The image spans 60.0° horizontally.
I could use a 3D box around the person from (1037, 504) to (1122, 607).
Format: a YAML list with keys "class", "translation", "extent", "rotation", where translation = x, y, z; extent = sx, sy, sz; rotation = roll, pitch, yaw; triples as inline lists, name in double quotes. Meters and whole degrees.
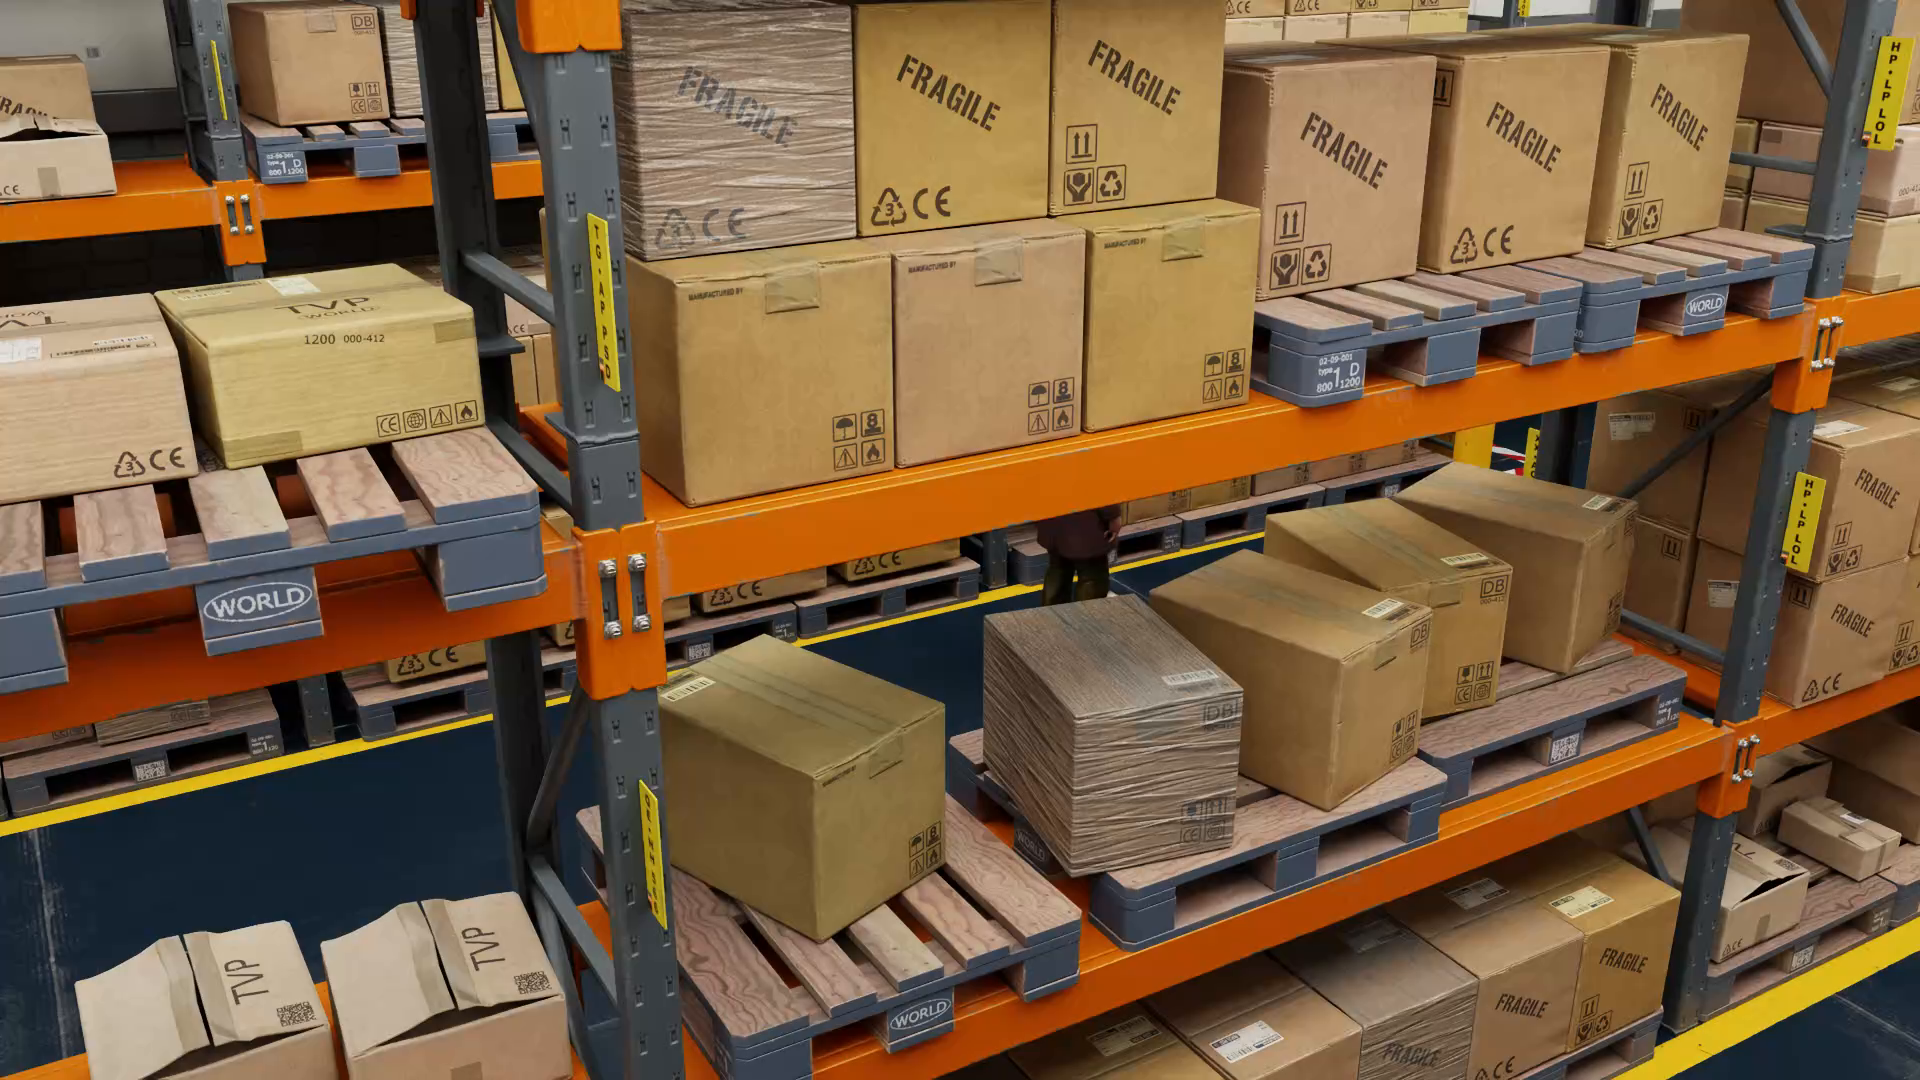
- class: "person"
  translation: [0.625, -0.186, 9.081]
  extent: [0.426, 1.773, 0.653]
  rotation: [-17, 27, -36]
